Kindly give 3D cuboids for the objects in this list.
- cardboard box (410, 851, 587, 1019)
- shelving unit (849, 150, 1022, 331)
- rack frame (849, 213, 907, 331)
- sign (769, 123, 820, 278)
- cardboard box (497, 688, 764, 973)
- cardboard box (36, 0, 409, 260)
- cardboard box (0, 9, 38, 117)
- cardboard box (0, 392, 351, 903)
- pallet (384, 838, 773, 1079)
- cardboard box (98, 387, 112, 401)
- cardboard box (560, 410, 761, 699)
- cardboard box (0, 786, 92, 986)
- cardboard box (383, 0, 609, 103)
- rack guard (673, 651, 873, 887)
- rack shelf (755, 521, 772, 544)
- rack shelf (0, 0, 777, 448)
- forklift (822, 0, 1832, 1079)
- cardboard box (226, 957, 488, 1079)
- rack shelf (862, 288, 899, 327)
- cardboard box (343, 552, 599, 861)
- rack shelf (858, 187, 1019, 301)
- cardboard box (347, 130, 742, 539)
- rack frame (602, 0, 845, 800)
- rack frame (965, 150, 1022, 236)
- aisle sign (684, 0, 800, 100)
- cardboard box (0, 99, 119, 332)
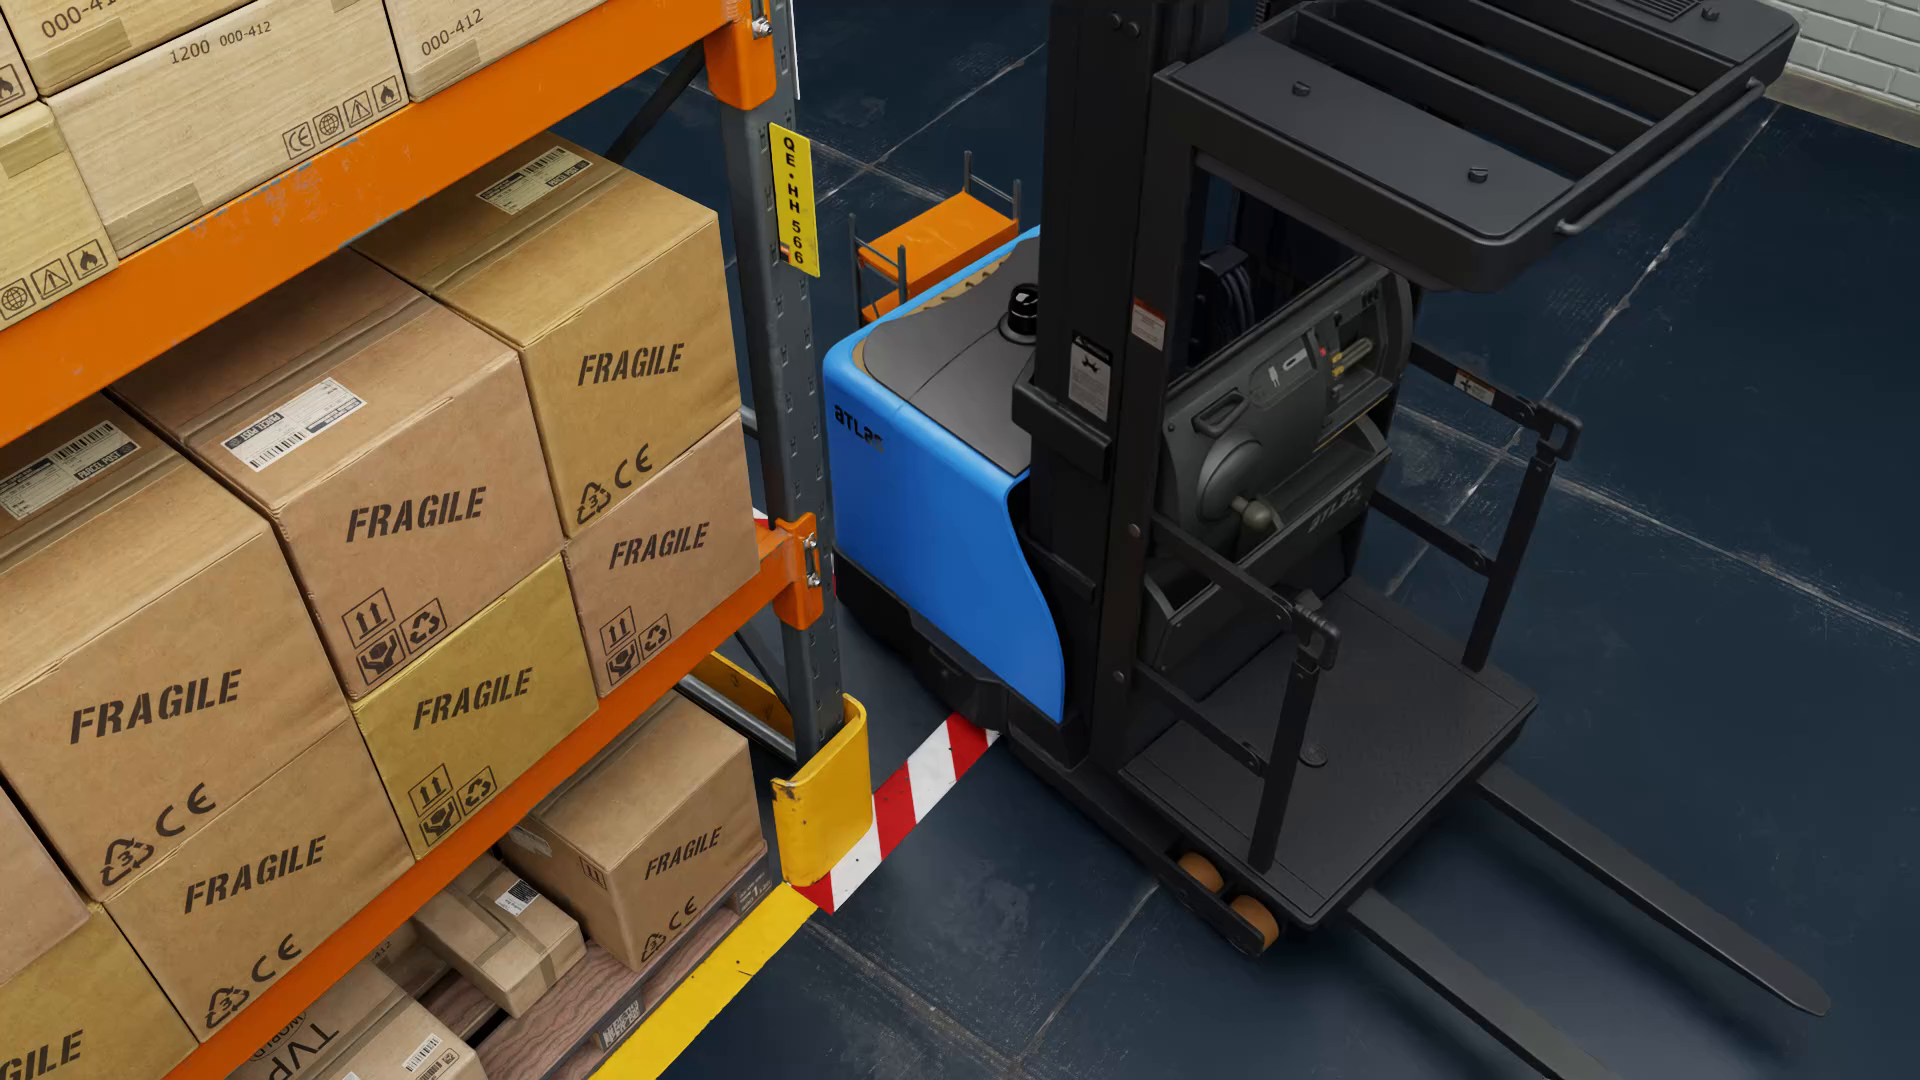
[{"bbox_3d":[-1.210,1.022,4.354,0.380,0.166,0.250,29,53,25],"label":"cardboard box"},{"bbox_3d":[-0.072,-0.632,5.524,0.503,1.200,0.258,-35,55,-29],"label":"shelving unit"},{"bbox_3d":[-0.248,-0.510,5.407,0.015,1.200,0.240,-35,55,-29],"label":"rack frame"},{"bbox_3d":[-0.327,-0.669,3.295,0.100,0.325,0.005,29,53,25],"label":"sign"},{"bbox_3d":[-0.891,0.715,4.417,0.500,0.500,0.500,29,53,25],"label":"cardboard box"},{"bbox_3d":[-1.173,-0.709,2.382,0.500,0.250,0.500,29,53,25],"label":"cardboard box"},{"bbox_3d":[-1.480,-0.596,1.929,0.500,0.250,0.500,29,53,25],"label":"cardboard box"},{"bbox_3d":[-1.430,0.168,2.755,0.500,0.500,0.500,31,54,26],"label":"cardboard box"},{"bbox_3d":[-1.287,1.047,4.604,1.003,0.211,1.213,29,53,25],"label":"pallet"},{"bbox_3d":[-1.547,-0.357,3.256,0.500,0.500,0.500,30,53,25],"label":"cardboard box"},{"bbox_3d":[-0.812,-0.075,3.678,0.500,0.500,0.500,31,54,26],"label":"cardboard box"},{"bbox_3d":[-1.744,0.462,2.474,0.500,0.500,0.500,31,54,26],"label":"cardboard box"},{"bbox_3d":[-0.859,-0.991,2.651,0.500,0.250,0.500,29,53,25],"label":"cardboard box"},{"bbox_3d":[-0.800,0.490,4.936,1.175,0.500,0.348,29,53,25],"label":"rack guard"},{"bbox_3d":[-1.976,0.909,3.170,0.919,0.124,3.809,29,53,25],"label":"rack shelf"},{"bbox_3d":[-1.976,-0.060,2.156,1.077,0.370,4.000,29,53,25],"label":"rack shelf"},{"bbox_3d":[0.968,-0.284,3.994,1.130,2.935,3.031,-35,55,-29],"label":"forklift"},{"bbox_3d":[-1.496,1.331,4.001,0.500,0.250,0.500,29,53,25],"label":"cardboard box"},{"bbox_3d":[-0.072,-0.741,5.411,0.480,0.148,0.258,-35,55,-29],"label":"rack shelf"},{"bbox_3d":[-1.127,0.224,3.393,0.500,0.500,0.500,30,53,25],"label":"cardboard box"},{"bbox_3d":[-0.073,-0.905,5.240,0.480,0.148,0.258,-35,55,-29],"label":"rack shelf"},{"bbox_3d":[-0.808,-0.420,3.317,0.500,0.500,0.500,29,53,25],"label":"cardboard box"},{"bbox_3d":[-0.754,-0.417,4.074,1.000,3.000,0.127,29,53,25],"label":"rack frame"},{"bbox_3d":[0.104,-0.755,5.640,0.015,1.200,0.240,-35,55,-29],"label":"rack frame"},{"bbox_3d":[-0.470,-1.218,3.042,0.394,0.787,0.004,29,53,25],"label":"aisle sign"},{"bbox_3d":[-1.469,-0.417,2.104,0.500,0.250,0.500,29,53,25],"label":"cardboard box"}]
